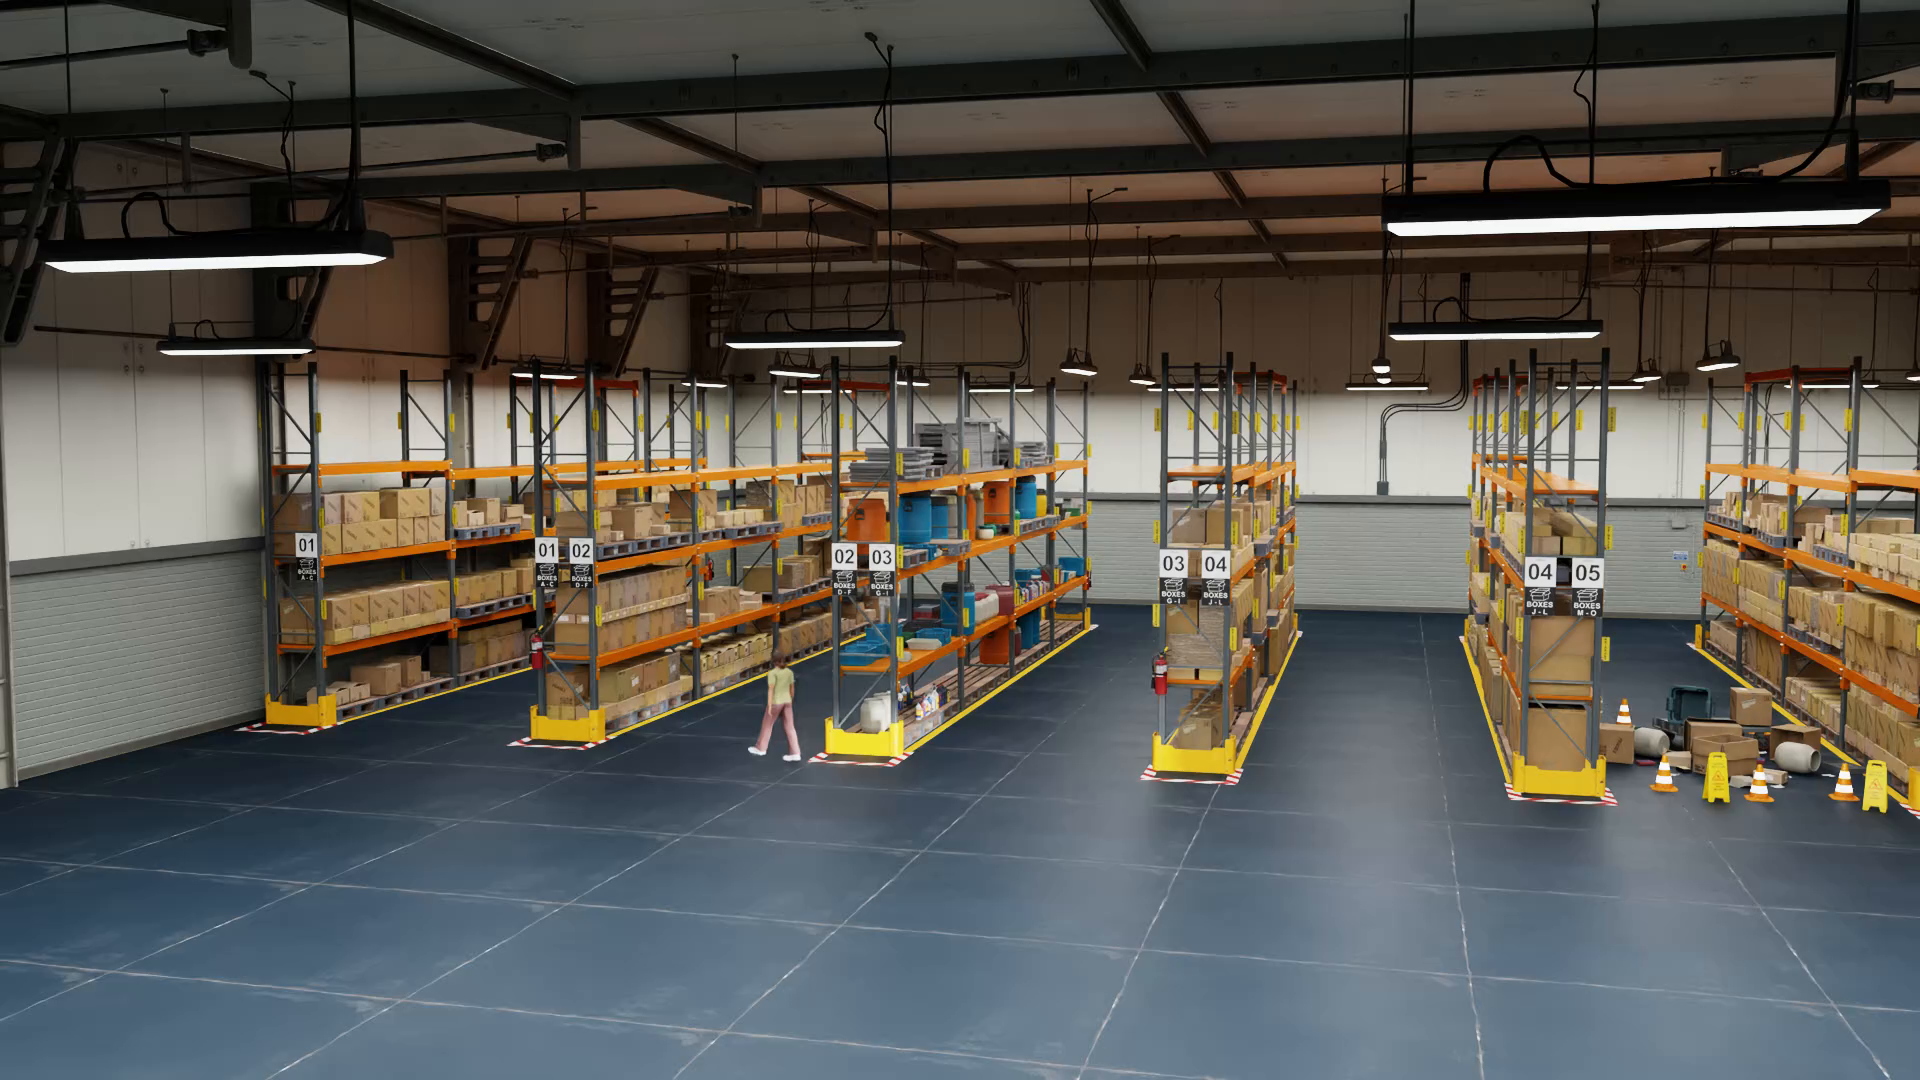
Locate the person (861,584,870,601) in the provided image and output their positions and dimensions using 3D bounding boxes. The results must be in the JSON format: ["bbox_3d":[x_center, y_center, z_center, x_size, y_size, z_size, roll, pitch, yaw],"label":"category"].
[{"bbox_3d":[-2.528,0.943,45.540,0.556,1.655,1.103,-2,5,-27],"label":"person"}]

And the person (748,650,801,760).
[{"bbox_3d":[-2.728,2.432,24.727,0.539,1.605,1.021,-3,5,-40],"label":"person"}]

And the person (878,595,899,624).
[{"bbox_3d":[-1.621,1.489,38.099,0.492,1.635,0.872,1,4,13],"label":"person"}]
